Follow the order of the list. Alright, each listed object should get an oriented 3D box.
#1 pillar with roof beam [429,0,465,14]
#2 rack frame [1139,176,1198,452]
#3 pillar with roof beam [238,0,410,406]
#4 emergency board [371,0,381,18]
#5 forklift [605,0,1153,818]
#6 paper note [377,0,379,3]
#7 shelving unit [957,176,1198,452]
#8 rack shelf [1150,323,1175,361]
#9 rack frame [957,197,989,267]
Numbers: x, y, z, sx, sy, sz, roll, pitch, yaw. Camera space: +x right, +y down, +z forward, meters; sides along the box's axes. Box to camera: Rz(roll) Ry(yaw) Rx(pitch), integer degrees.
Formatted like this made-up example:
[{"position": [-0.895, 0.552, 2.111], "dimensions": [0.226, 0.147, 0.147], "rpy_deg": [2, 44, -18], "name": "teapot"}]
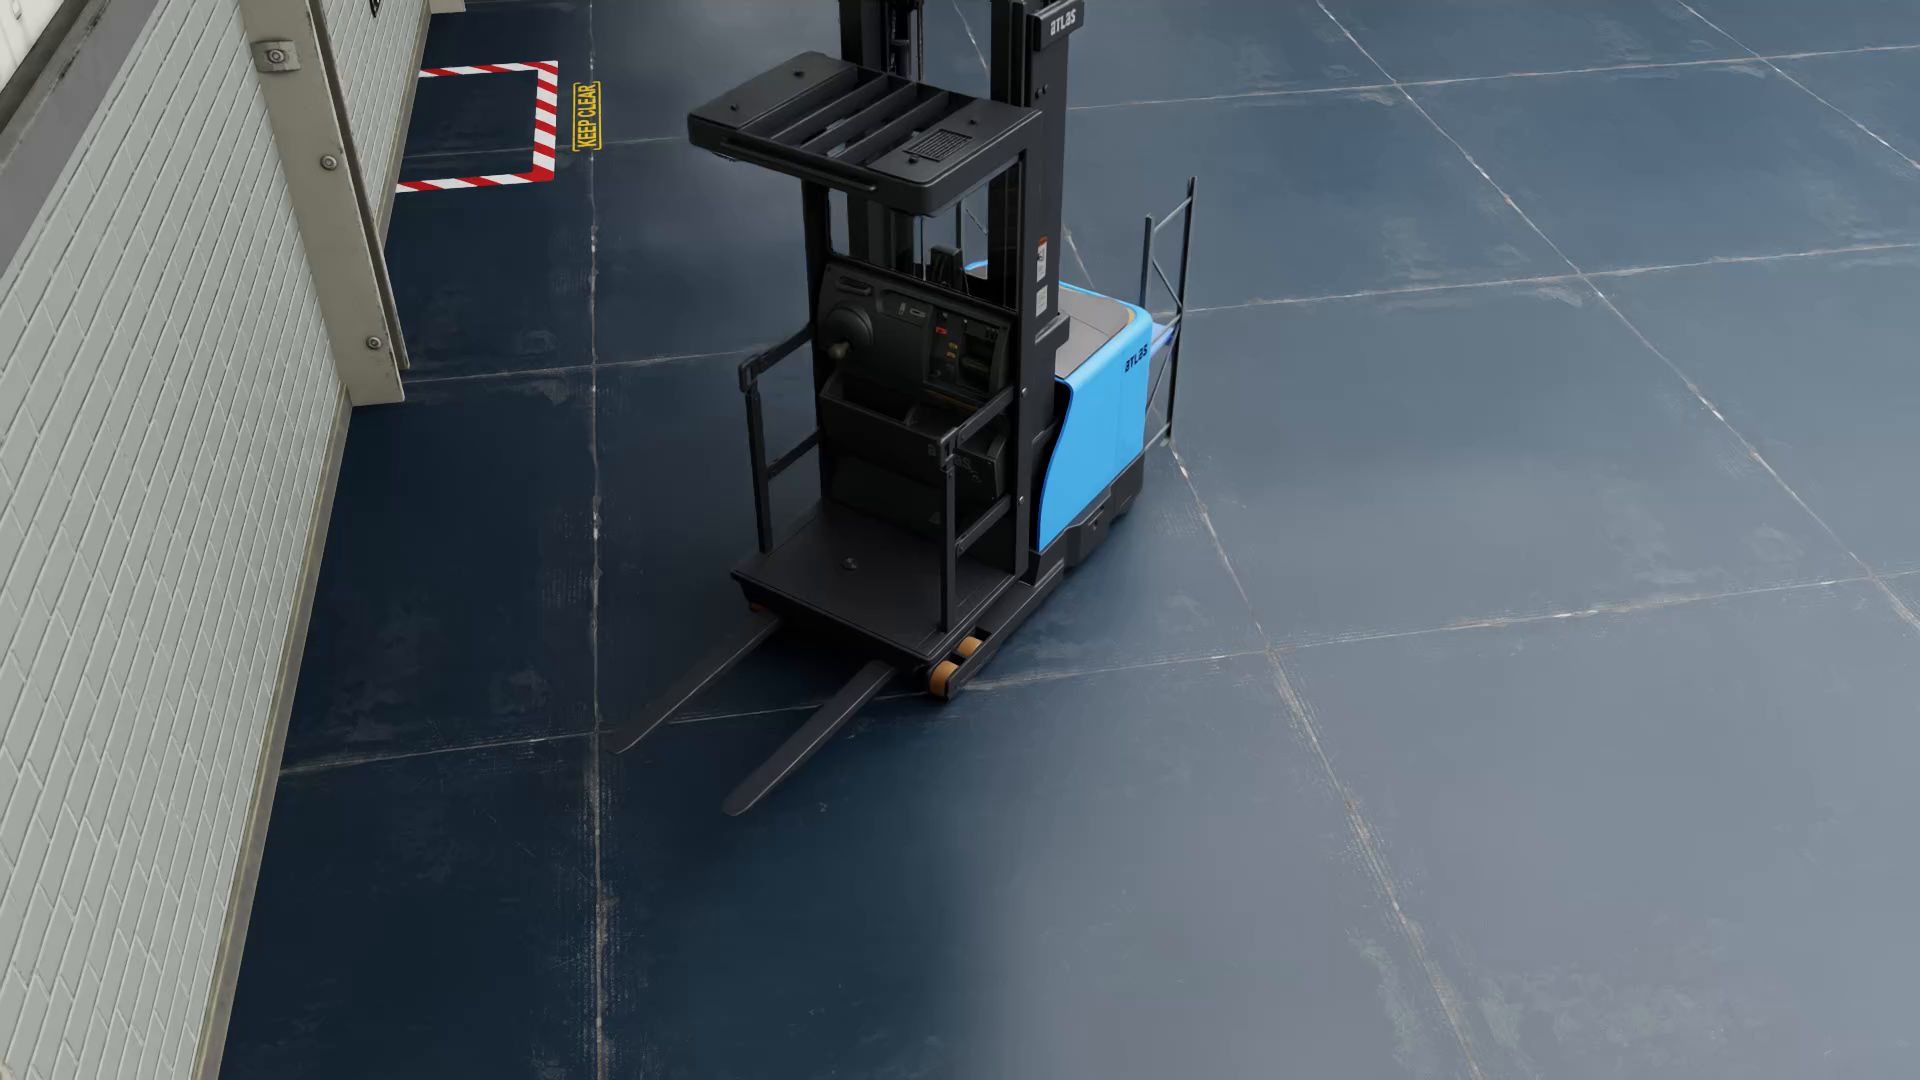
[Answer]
[{"position": [-0.054, -8.505, 11.762], "dimensions": [9.100, 9.000, 0.400], "rpy_deg": [-6, 38, -8], "name": "pillar with roof beam"}, {"position": [0.993, -1.014, 8.233], "dimensions": [0.032, 1.500, 0.500], "rpy_deg": [21, 42, 24], "name": "rack frame"}, {"position": [0.997, -4.881, 7.097], "dimensions": [9.100, 9.000, 0.400], "rpy_deg": [-6, 38, -8], "name": "pillar with roof beam"}, {"position": [-3.914, -4.168, 11.070], "dimensions": [0.157, 1.169, 0.626], "rpy_deg": [-6, 38, -8], "name": "emergency board"}, {"position": [-0.316, -0.798, 6.788], "dimensions": [1.130, 2.935, 3.031], "rpy_deg": [22, 43, 26], "name": "forklift"}, {"position": [-3.934, -3.713, 11.203], "dimensions": [0.016, 0.148, 0.142], "rpy_deg": [-6, 38, -8], "name": "paper note"}, {"position": [0.559, -1.177, 8.442], "dimensions": [1.048, 1.500, 0.538], "rpy_deg": [21, 42, 24], "name": "shelving unit"}, {"position": [0.559, -1.035, 8.553], "dimensions": [1.000, 0.185, 0.538], "rpy_deg": [21, 42, 24], "name": "rack shelf"}, {"position": [0.126, -1.340, 8.652], "dimensions": [0.032, 1.500, 0.500], "rpy_deg": [21, 42, 24], "name": "rack frame"}]
